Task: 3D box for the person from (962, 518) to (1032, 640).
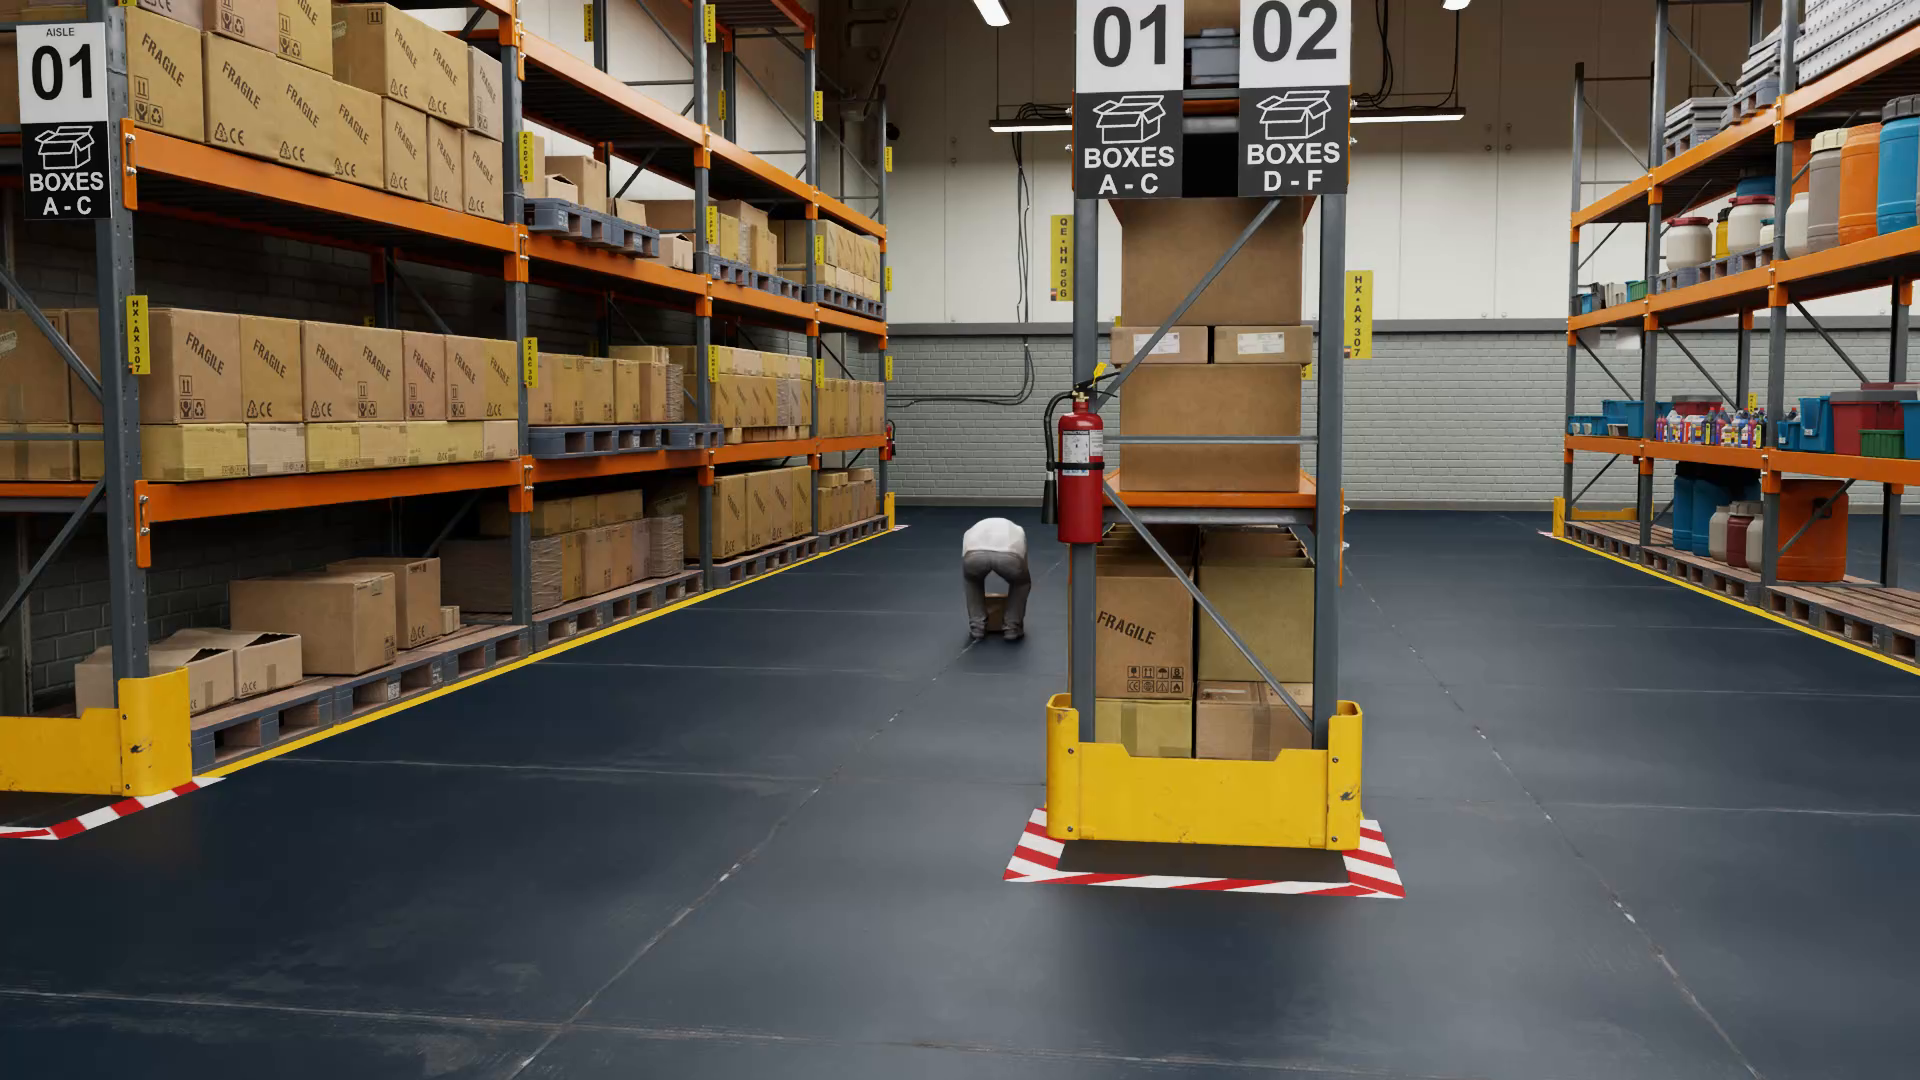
[{"bbox_3d":[0.269,0.265,12.077,0.504,0.873,1.003,1,4,7],"label":"person"}]
